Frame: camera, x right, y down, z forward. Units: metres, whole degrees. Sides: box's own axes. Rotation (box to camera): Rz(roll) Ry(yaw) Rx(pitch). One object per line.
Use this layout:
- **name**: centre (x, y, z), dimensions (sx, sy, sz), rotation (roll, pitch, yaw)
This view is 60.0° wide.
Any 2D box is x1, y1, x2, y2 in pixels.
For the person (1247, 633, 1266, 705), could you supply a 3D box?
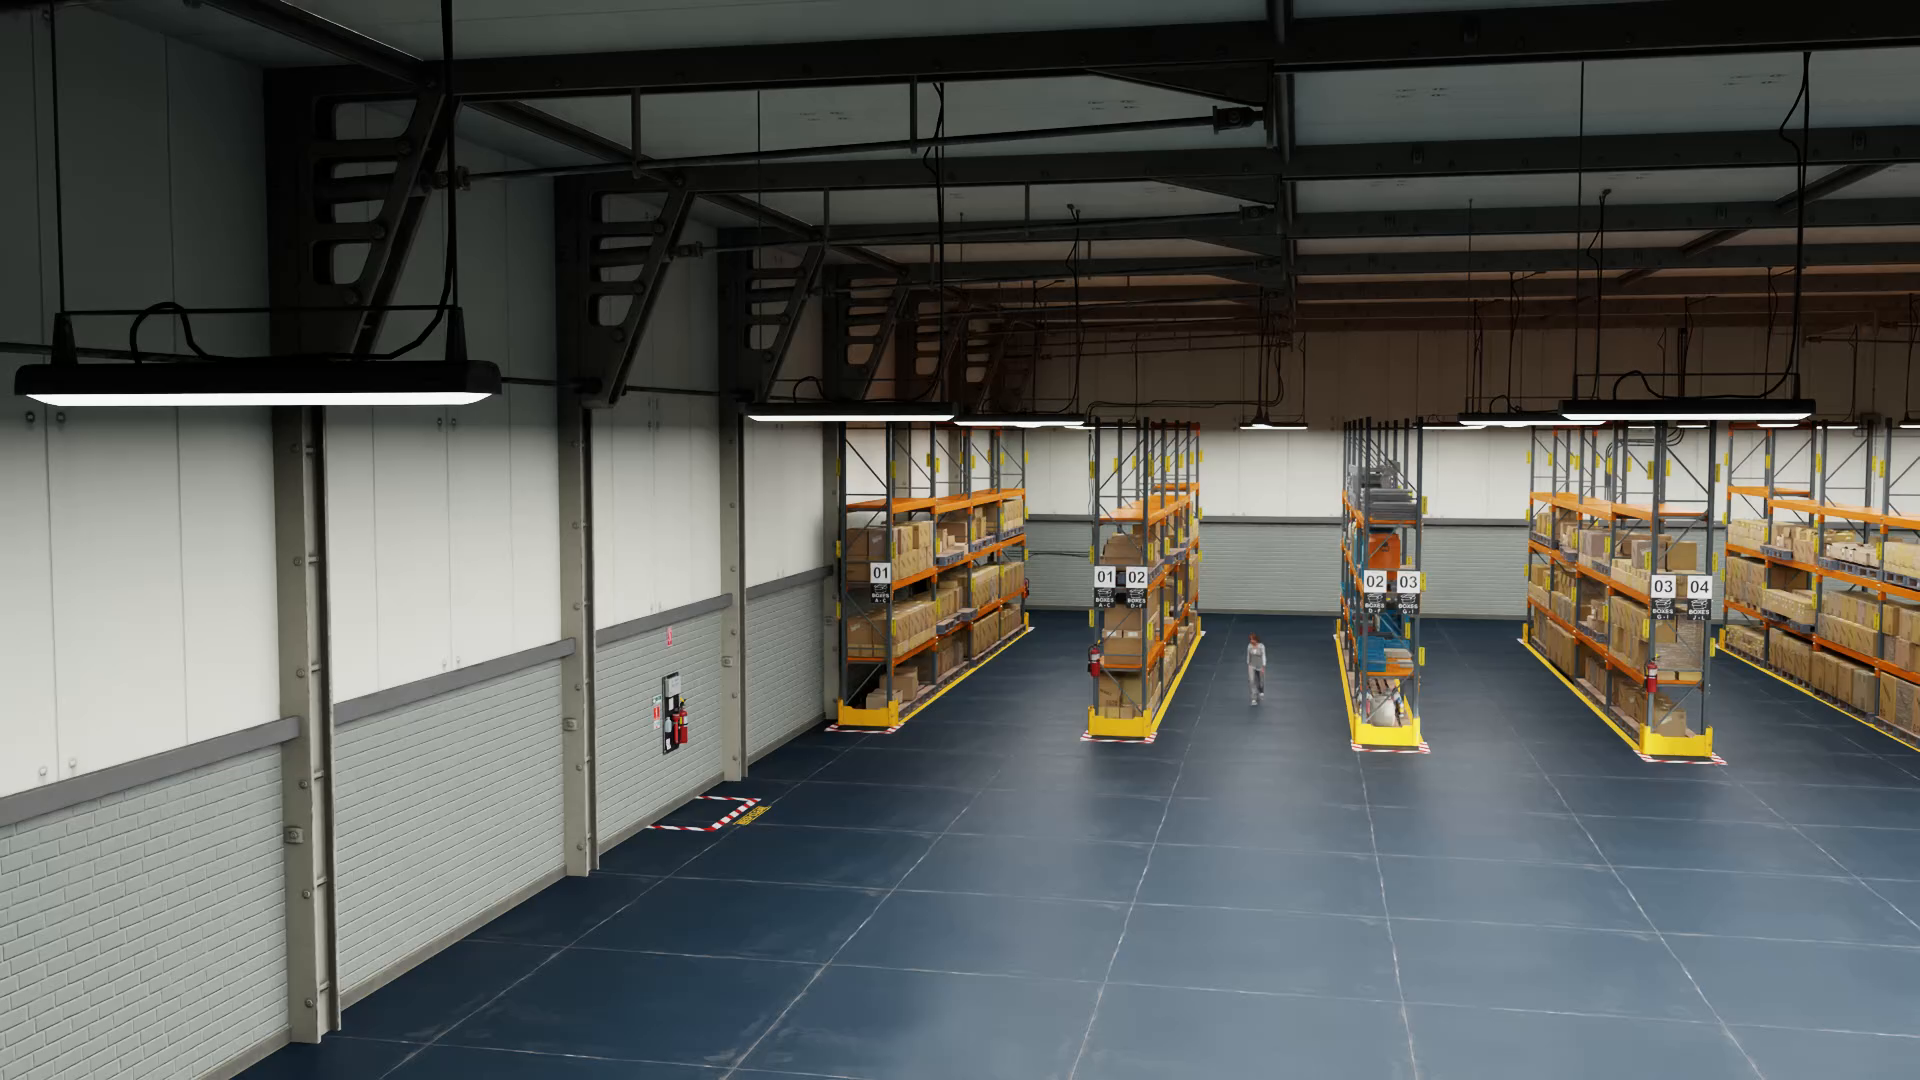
- **person**: centre (6.252, 2.696, 35.082), dimensions (0.407, 1.477, 0.904), rotation (1, 4, 17)
